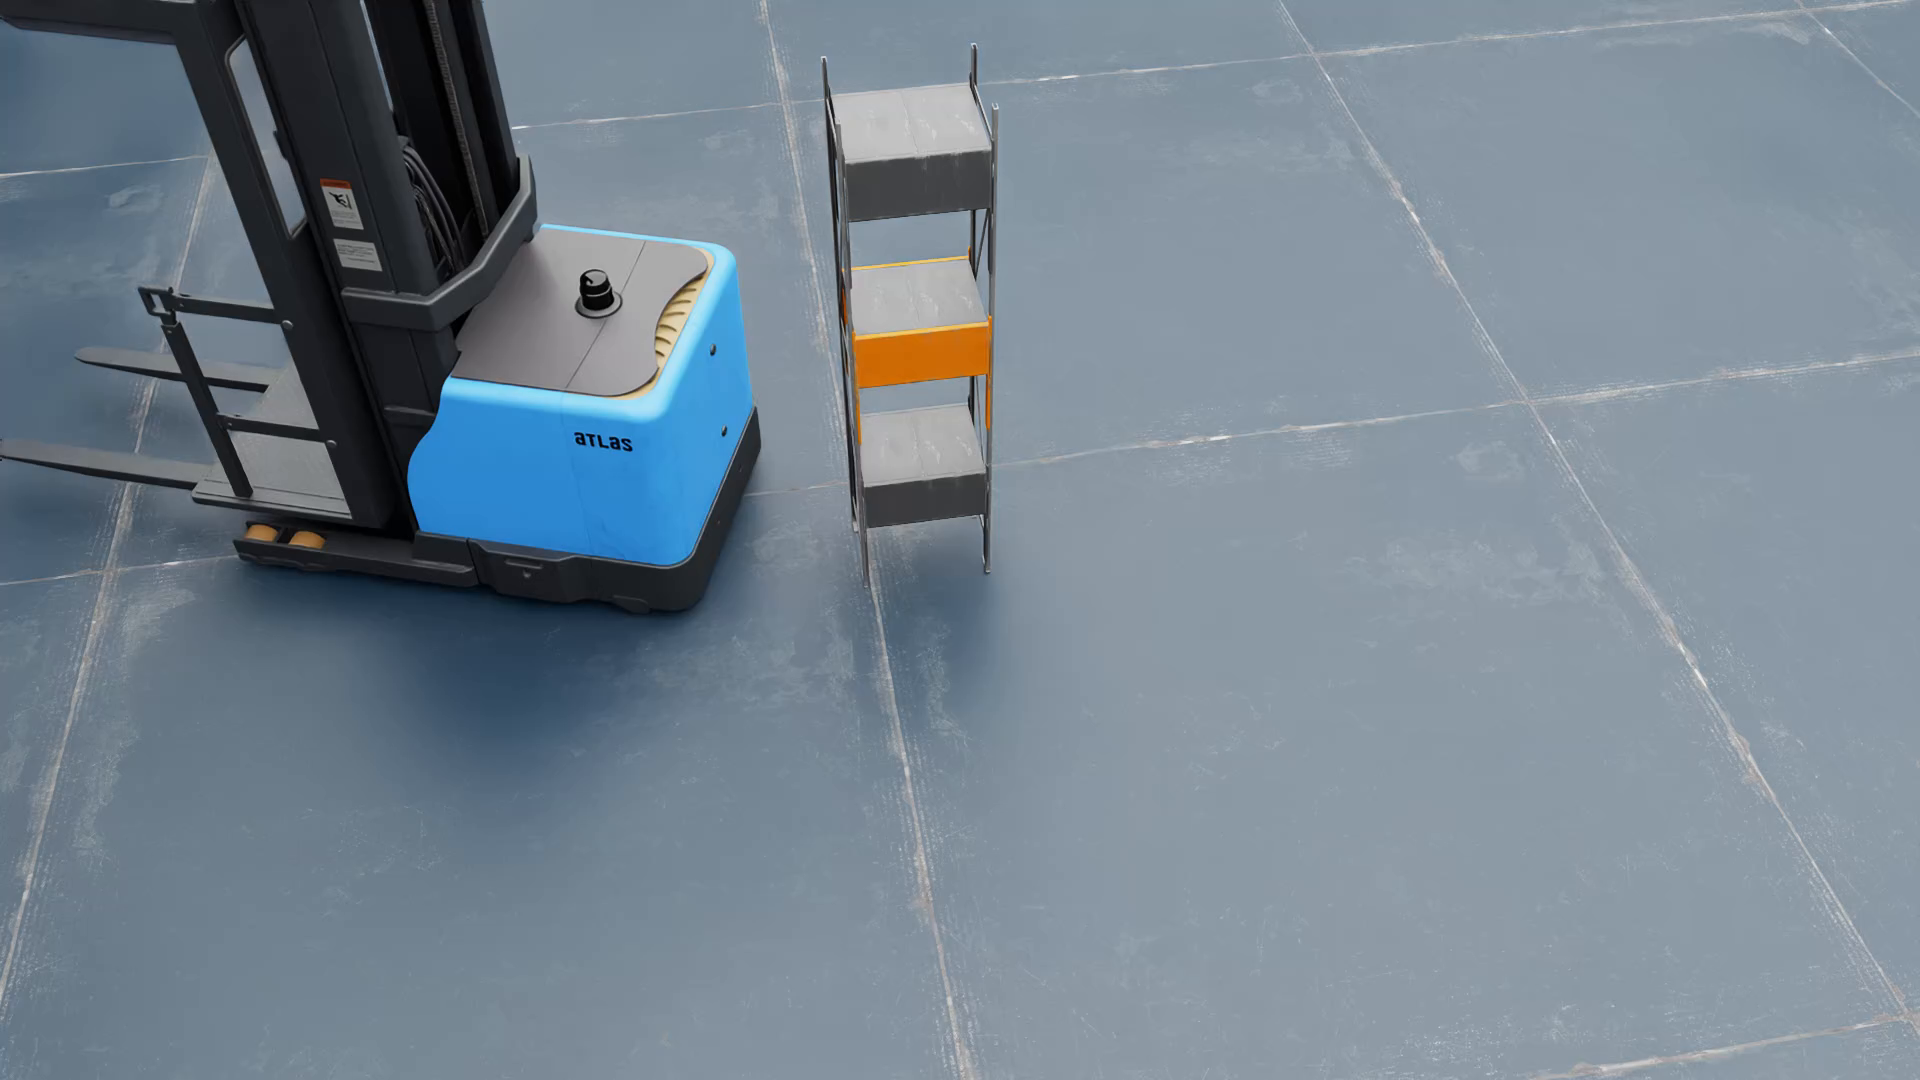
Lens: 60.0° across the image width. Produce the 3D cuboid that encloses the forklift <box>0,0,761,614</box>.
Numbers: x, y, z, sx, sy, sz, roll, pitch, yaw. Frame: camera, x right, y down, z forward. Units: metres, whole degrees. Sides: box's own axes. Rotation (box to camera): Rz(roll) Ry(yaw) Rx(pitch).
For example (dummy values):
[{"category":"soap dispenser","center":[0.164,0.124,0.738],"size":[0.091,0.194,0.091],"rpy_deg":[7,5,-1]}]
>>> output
[{"category":"forklift","center":[-2.408,-1.257,5.926],"size":[3.031,2.935,1.130],"rpy_deg":[8,47,7]}]

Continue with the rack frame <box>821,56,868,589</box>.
[{"category":"rack frame","center":[-0.404,-0.678,5.945],"size":[0.015,2.100,0.400],"rpy_deg":[-7,46,-7]}]

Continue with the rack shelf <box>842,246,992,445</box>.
[{"category":"rack shelf","center":[-0.163,-0.699,5.984],"size":[0.480,0.518,0.431],"rpy_deg":[-7,46,-7]}]

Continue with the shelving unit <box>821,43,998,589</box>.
[{"category":"shelving unit","center":[-0.163,-0.708,5.974],"size":[0.503,2.100,0.431],"rpy_deg":[-7,46,-7]}]

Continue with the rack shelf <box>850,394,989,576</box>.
[{"category":"rack shelf","center":[-0.163,-0.213,6.488],"size":[0.480,0.518,0.431],"rpy_deg":[-7,46,-7]}]

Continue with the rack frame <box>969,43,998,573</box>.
[{"category":"rack frame","center":[0.077,-0.738,6.003],"size":[0.015,2.100,0.400],"rpy_deg":[-7,46,-7]}]

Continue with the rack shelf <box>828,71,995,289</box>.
[{"category":"rack shelf","center":[-0.163,-1.184,5.480],"size":[0.480,0.518,0.431],"rpy_deg":[-7,46,-7]}]
